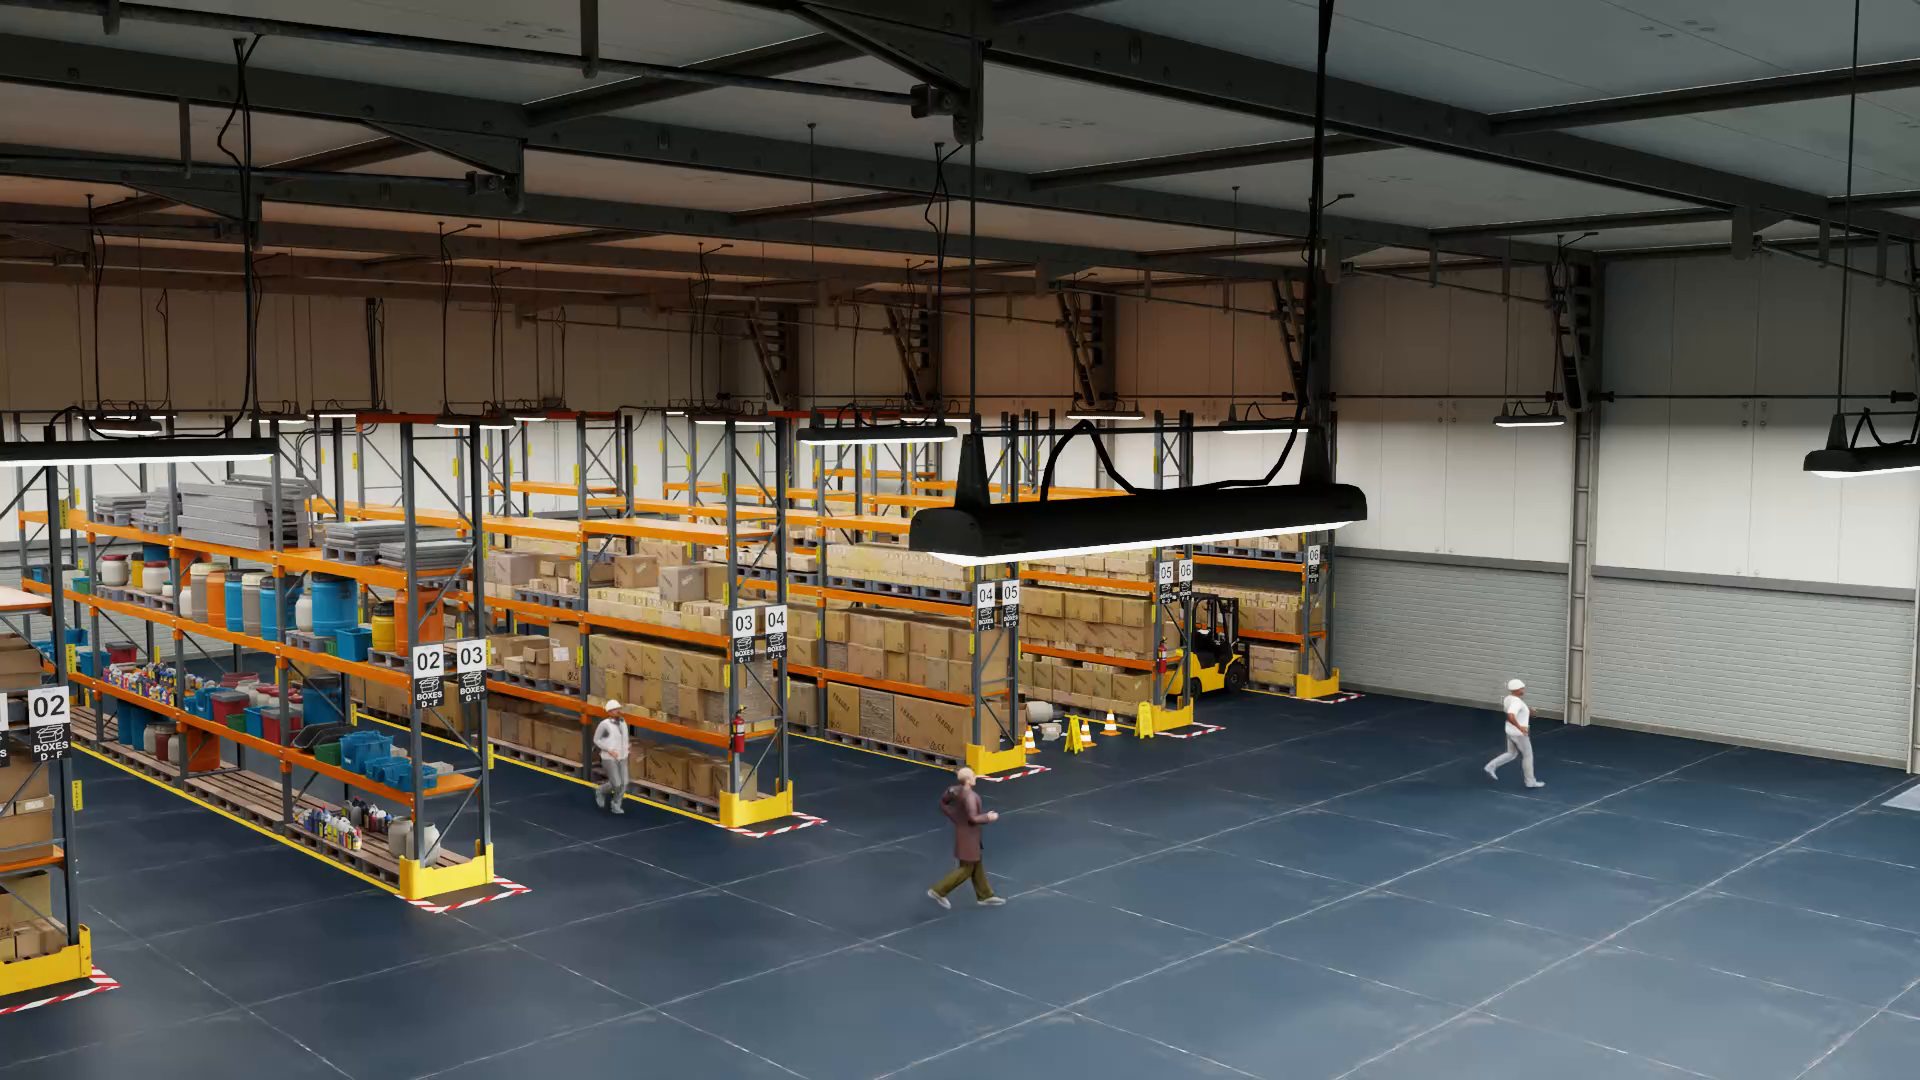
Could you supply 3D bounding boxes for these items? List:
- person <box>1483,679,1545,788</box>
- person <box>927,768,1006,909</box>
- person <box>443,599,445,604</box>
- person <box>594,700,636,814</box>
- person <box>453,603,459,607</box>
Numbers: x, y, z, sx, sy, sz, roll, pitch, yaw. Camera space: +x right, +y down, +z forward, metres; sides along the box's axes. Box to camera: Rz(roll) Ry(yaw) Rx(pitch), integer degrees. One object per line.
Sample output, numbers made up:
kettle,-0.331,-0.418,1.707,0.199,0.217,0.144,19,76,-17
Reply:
person,8.968,3.114,26.824,0.963,1.747,0.710,0,5,-2
person,0.115,3.652,20.318,0.996,1.763,0.693,-2,5,-18
person,-12.200,2.168,38.867,0.628,1.610,0.505,2,5,20
person,-5.247,3.279,25.206,0.580,1.727,0.647,4,6,37
person,-11.464,2.233,37.763,0.659,1.623,0.925,-3,6,-29
